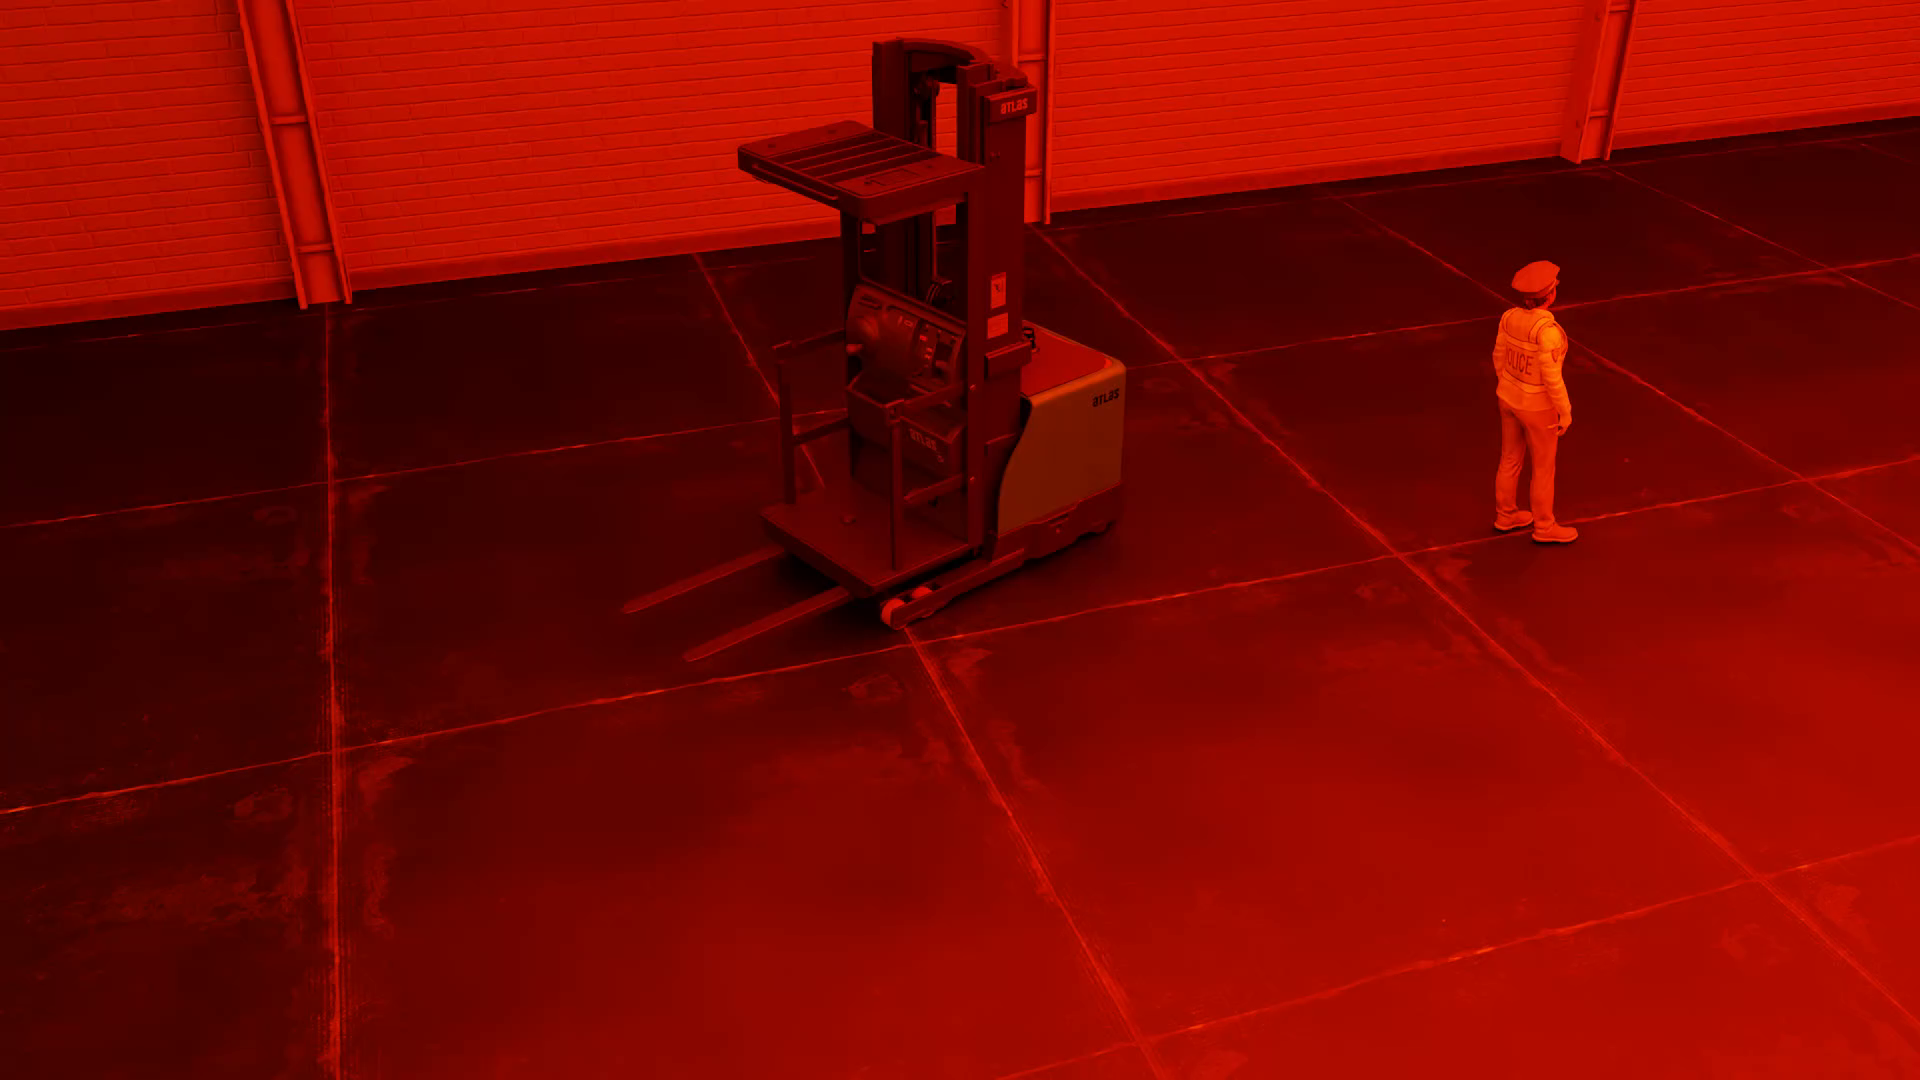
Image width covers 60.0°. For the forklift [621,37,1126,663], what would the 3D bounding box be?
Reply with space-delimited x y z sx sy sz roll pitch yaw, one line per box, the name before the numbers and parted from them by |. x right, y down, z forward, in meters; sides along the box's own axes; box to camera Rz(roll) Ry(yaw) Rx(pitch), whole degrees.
forklift | -0.461 -1.072 8.951 3.031 2.935 1.130 -23 37 -34

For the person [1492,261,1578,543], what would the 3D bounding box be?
person | 3.381 -0.815 9.730 0.534 1.697 0.588 -12 32 -20
